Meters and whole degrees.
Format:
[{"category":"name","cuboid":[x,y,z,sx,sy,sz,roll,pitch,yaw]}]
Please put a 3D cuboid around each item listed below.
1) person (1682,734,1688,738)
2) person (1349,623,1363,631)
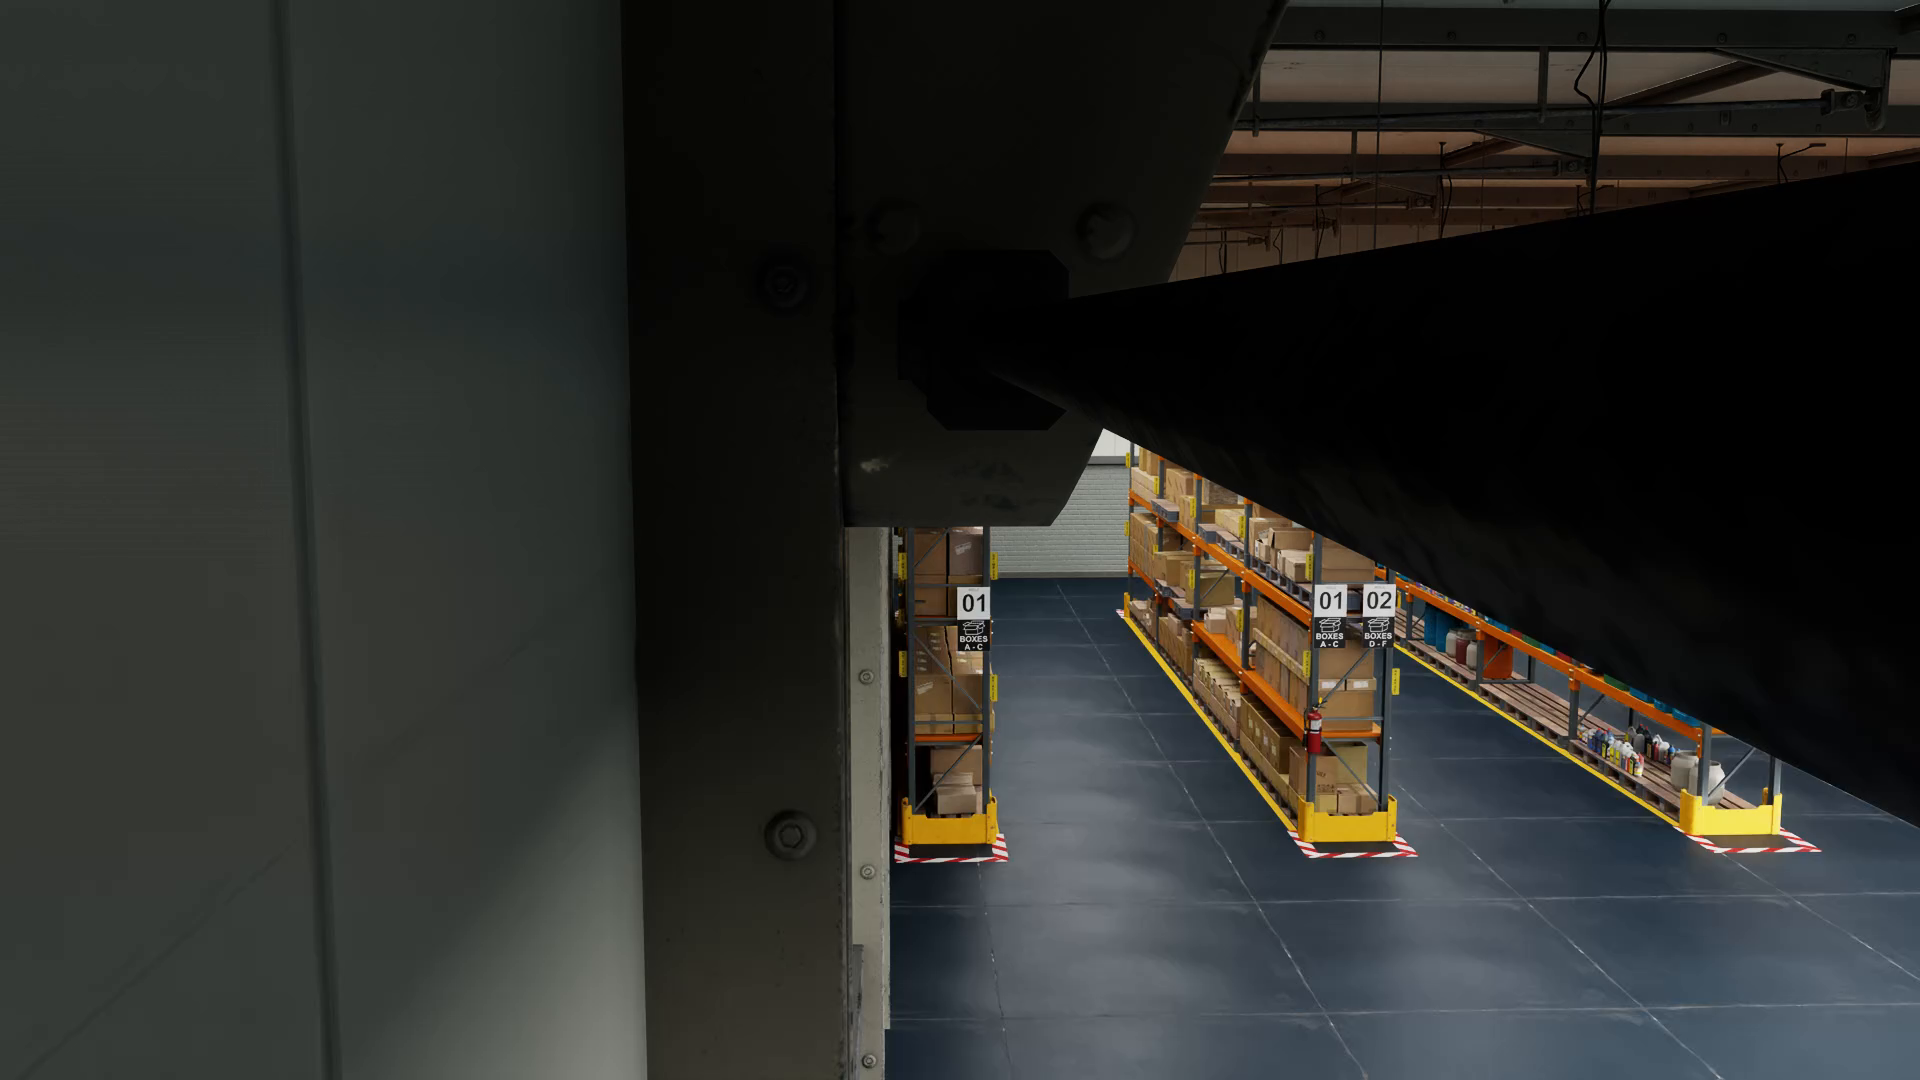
[{"category":"person","cuboid":[11.386,2.200,25.709,0.620,1.728,0.697,-1,7,-10]},{"category":"person","cuboid":[6.789,1.877,28.547,0.574,1.699,0.704,0,7,-2]}]
